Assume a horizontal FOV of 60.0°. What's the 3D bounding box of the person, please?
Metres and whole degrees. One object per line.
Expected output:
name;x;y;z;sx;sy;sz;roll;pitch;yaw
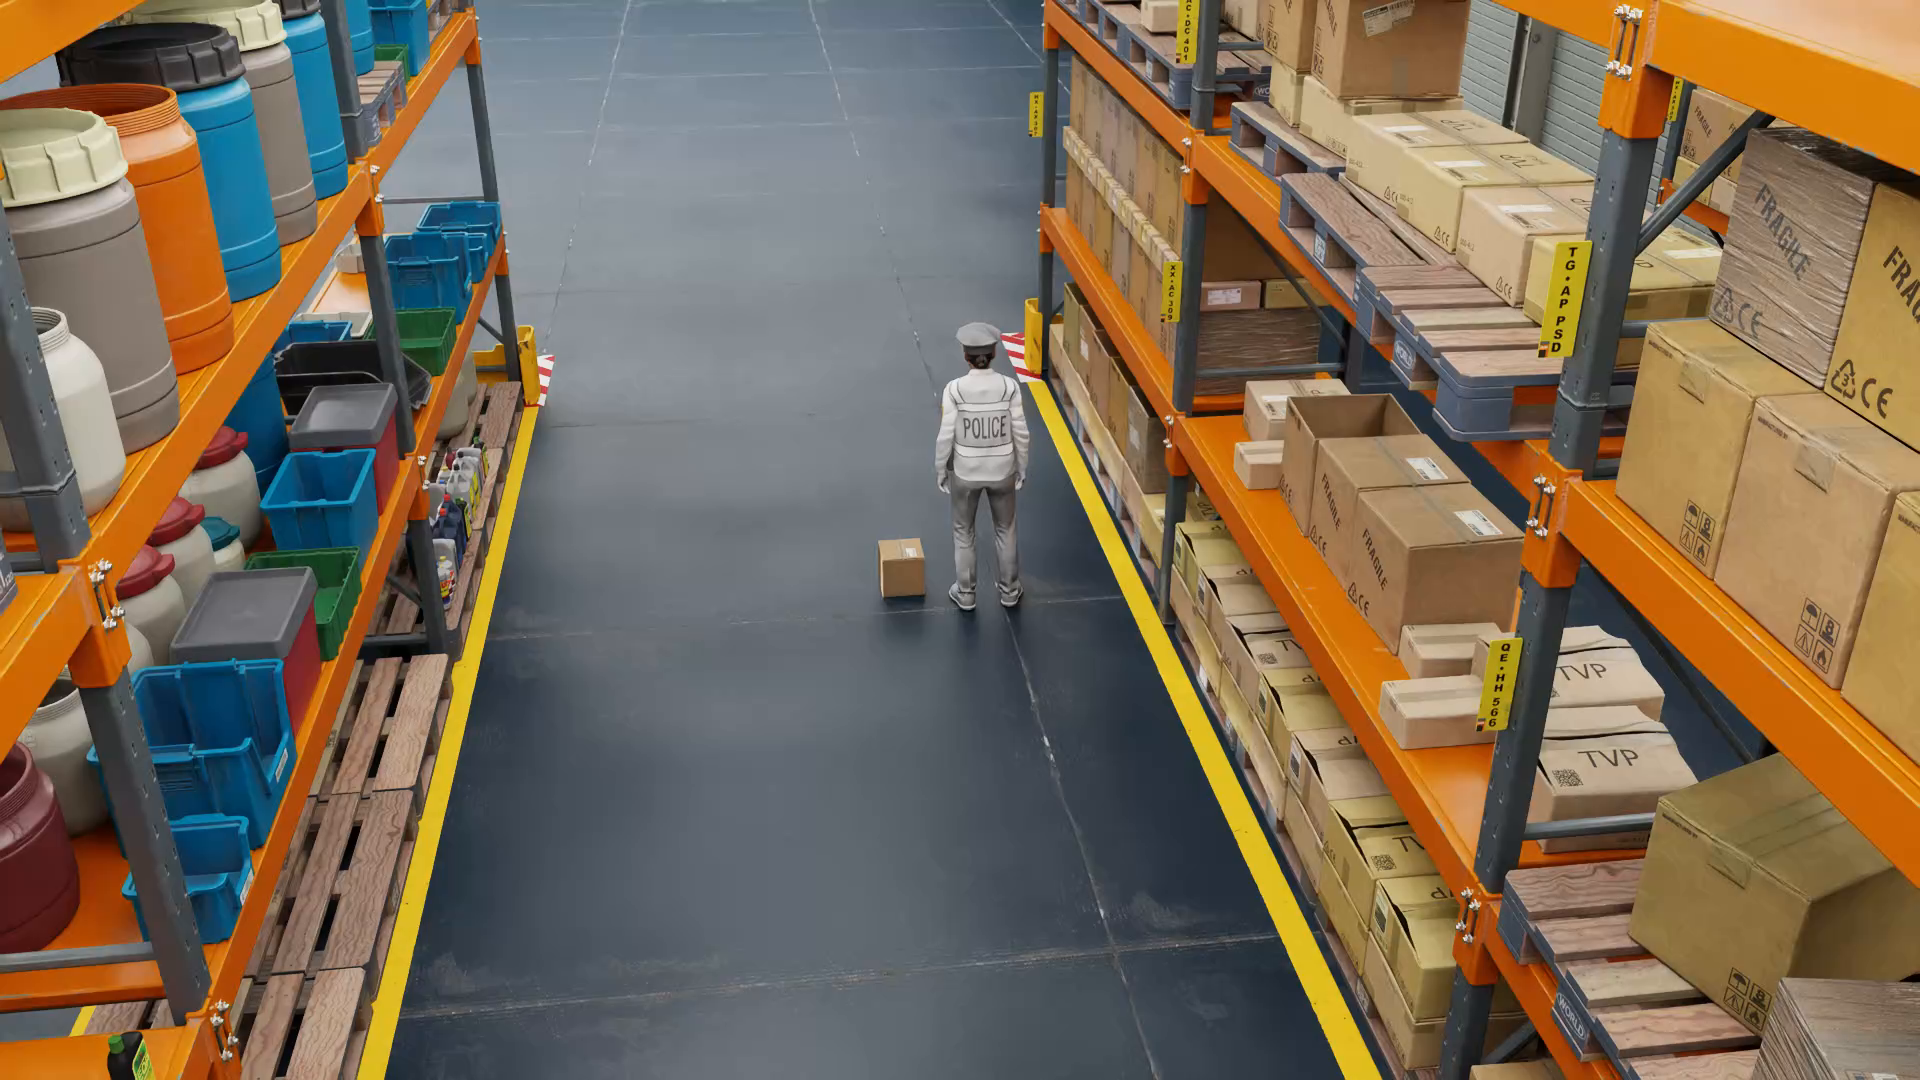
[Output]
person;0.124;-0.382;9.353;0.529;1.664;0.371;-3;27;-5
